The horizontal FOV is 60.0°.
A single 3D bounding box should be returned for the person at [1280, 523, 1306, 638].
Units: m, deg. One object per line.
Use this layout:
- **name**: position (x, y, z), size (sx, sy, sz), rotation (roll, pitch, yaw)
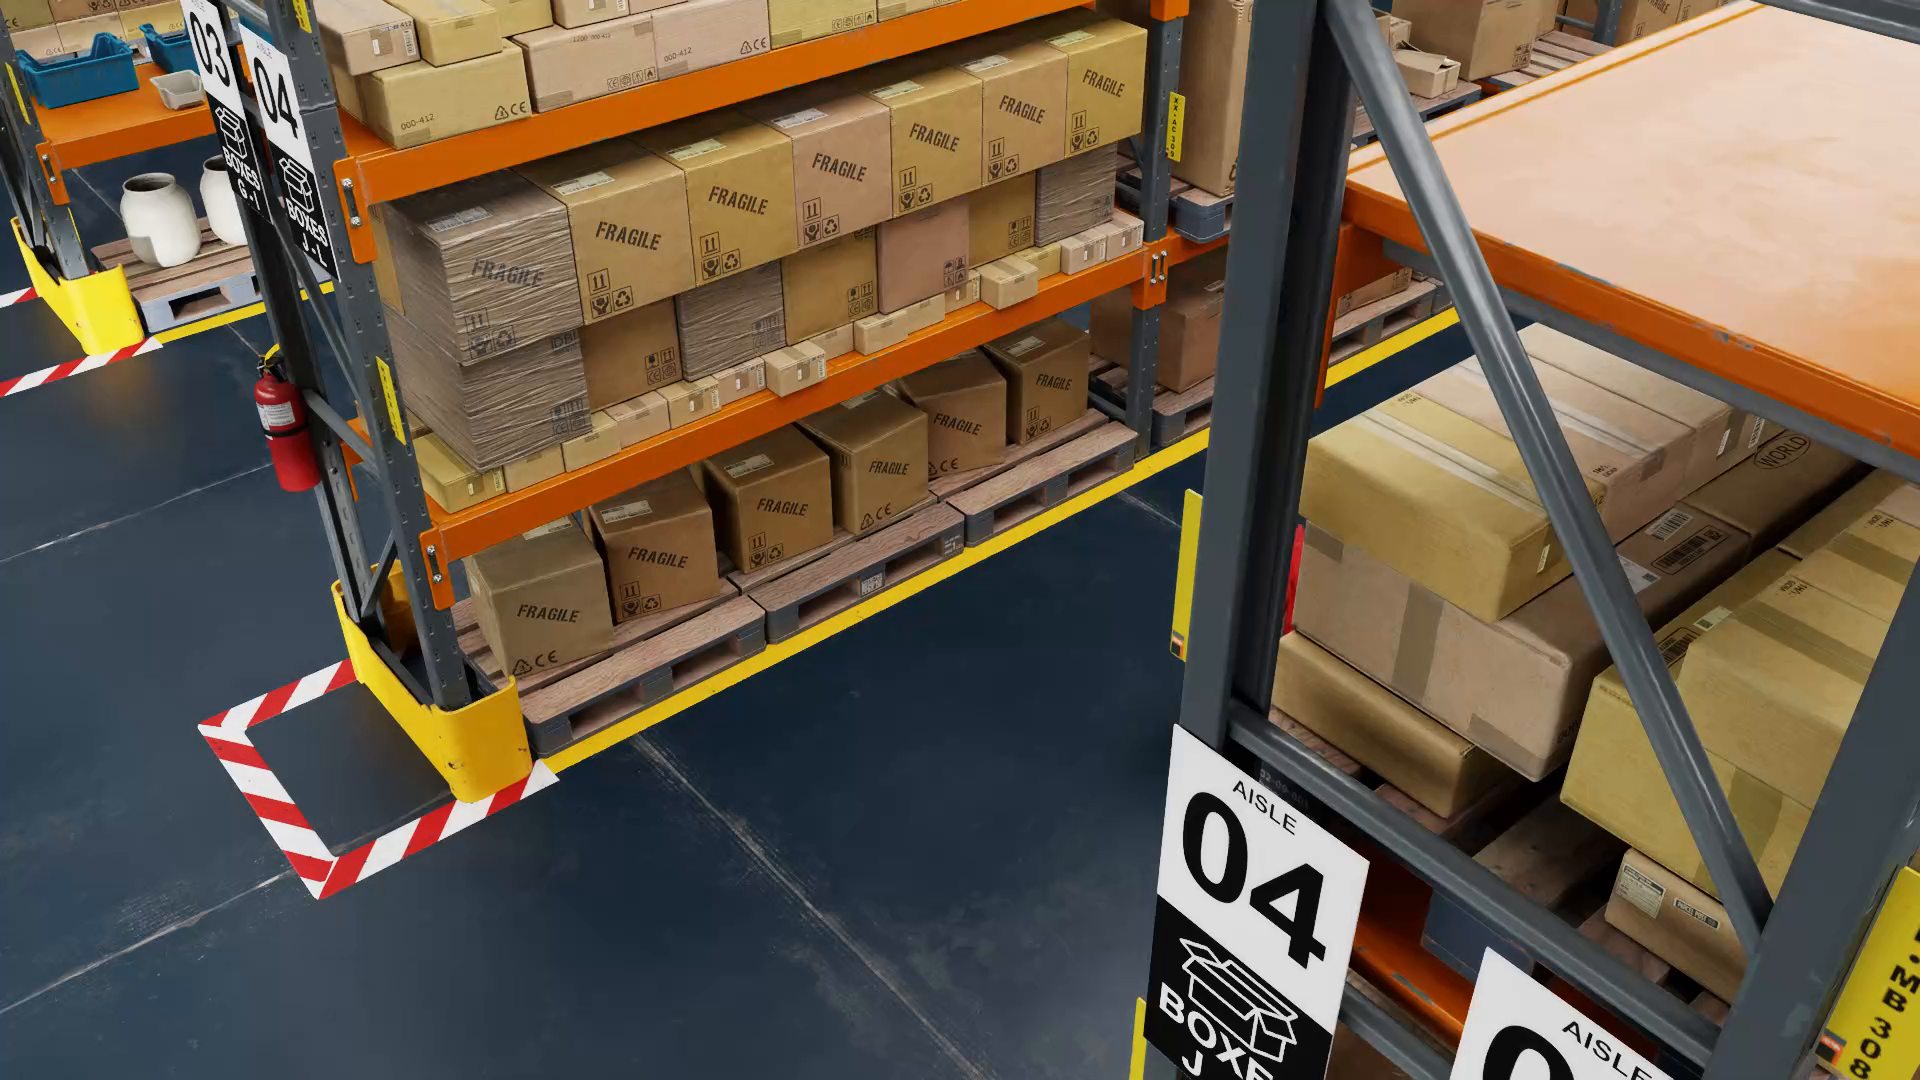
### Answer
- **person**: position (1.397, 0.419, 6.972), size (0.480, 1.023, 0.956), rotation (-28, 44, -33)
